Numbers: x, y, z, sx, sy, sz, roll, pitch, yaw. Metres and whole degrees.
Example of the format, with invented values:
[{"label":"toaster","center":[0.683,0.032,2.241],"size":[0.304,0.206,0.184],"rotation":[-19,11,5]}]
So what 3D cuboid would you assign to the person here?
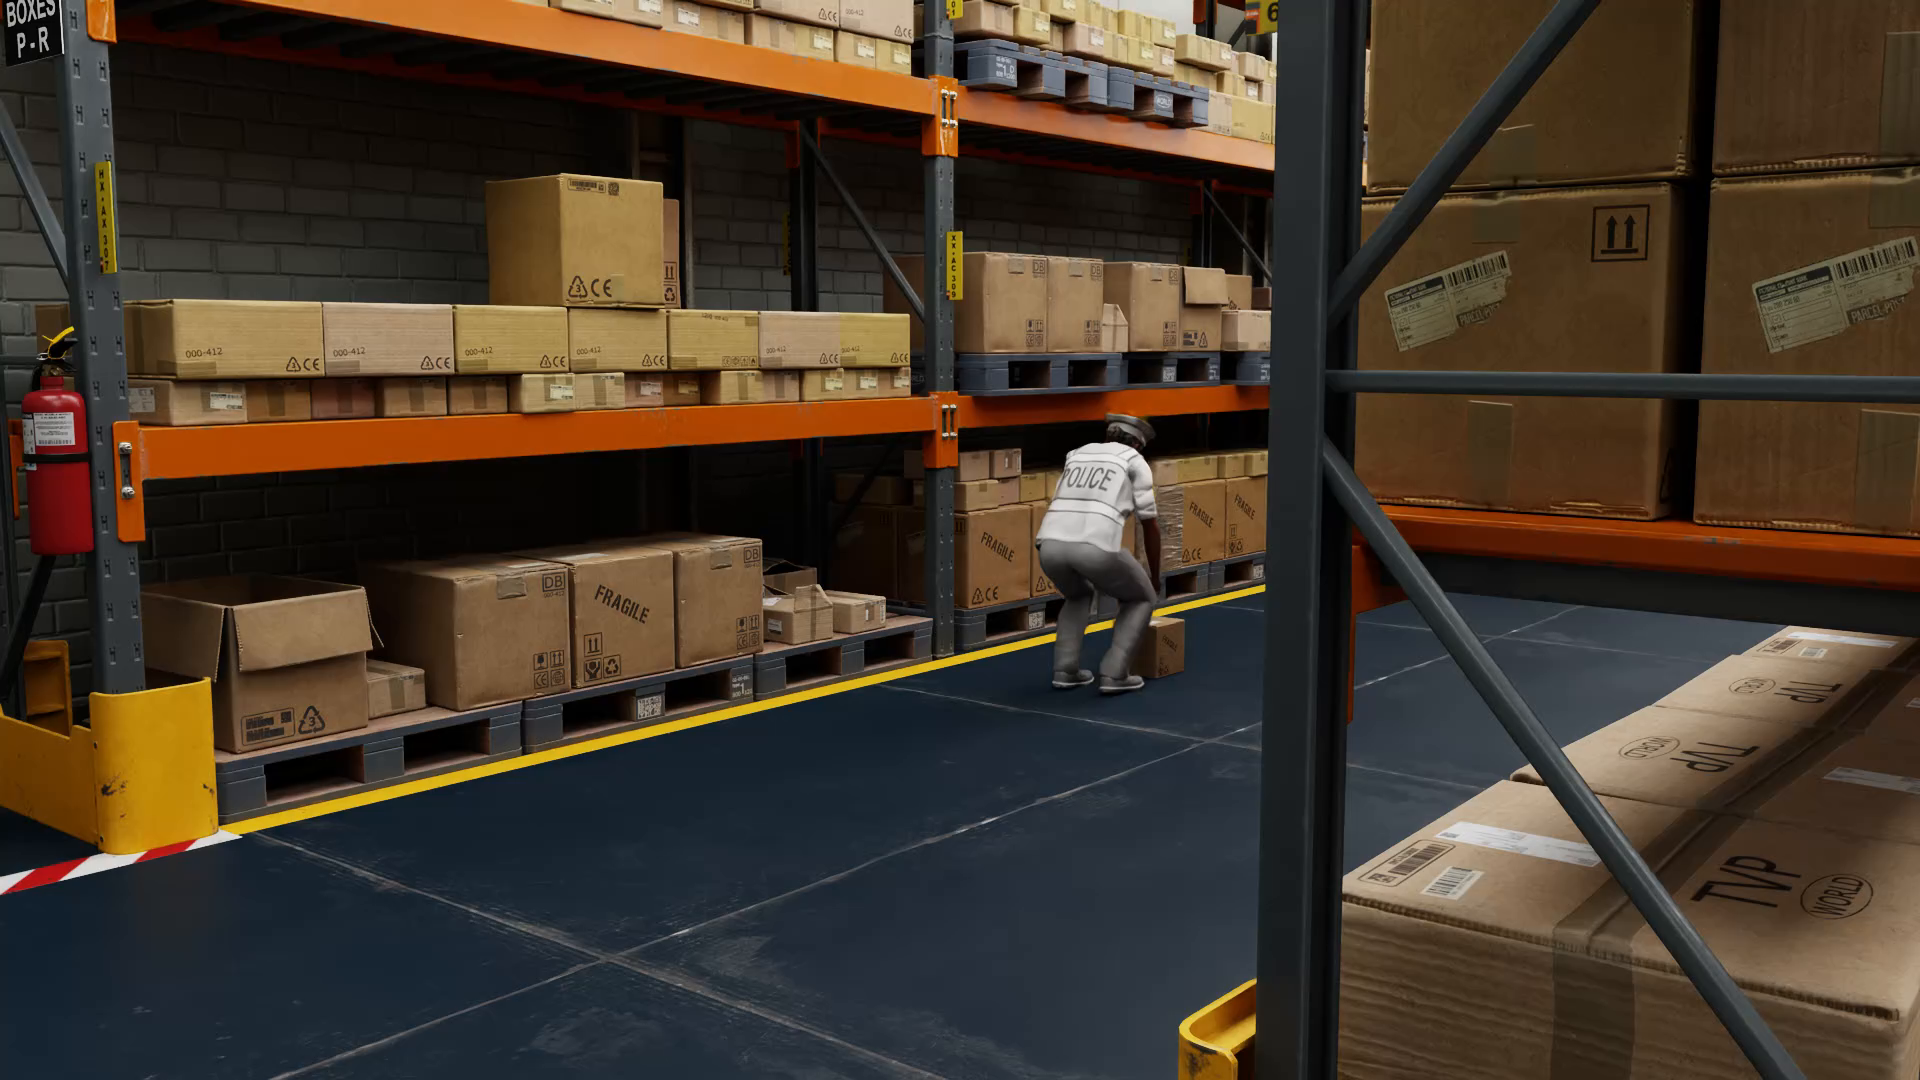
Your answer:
[{"label":"person","center":[0.634,0.053,7.591],"size":[0.496,1.246,0.781],"rotation":[5,8,36]}]
